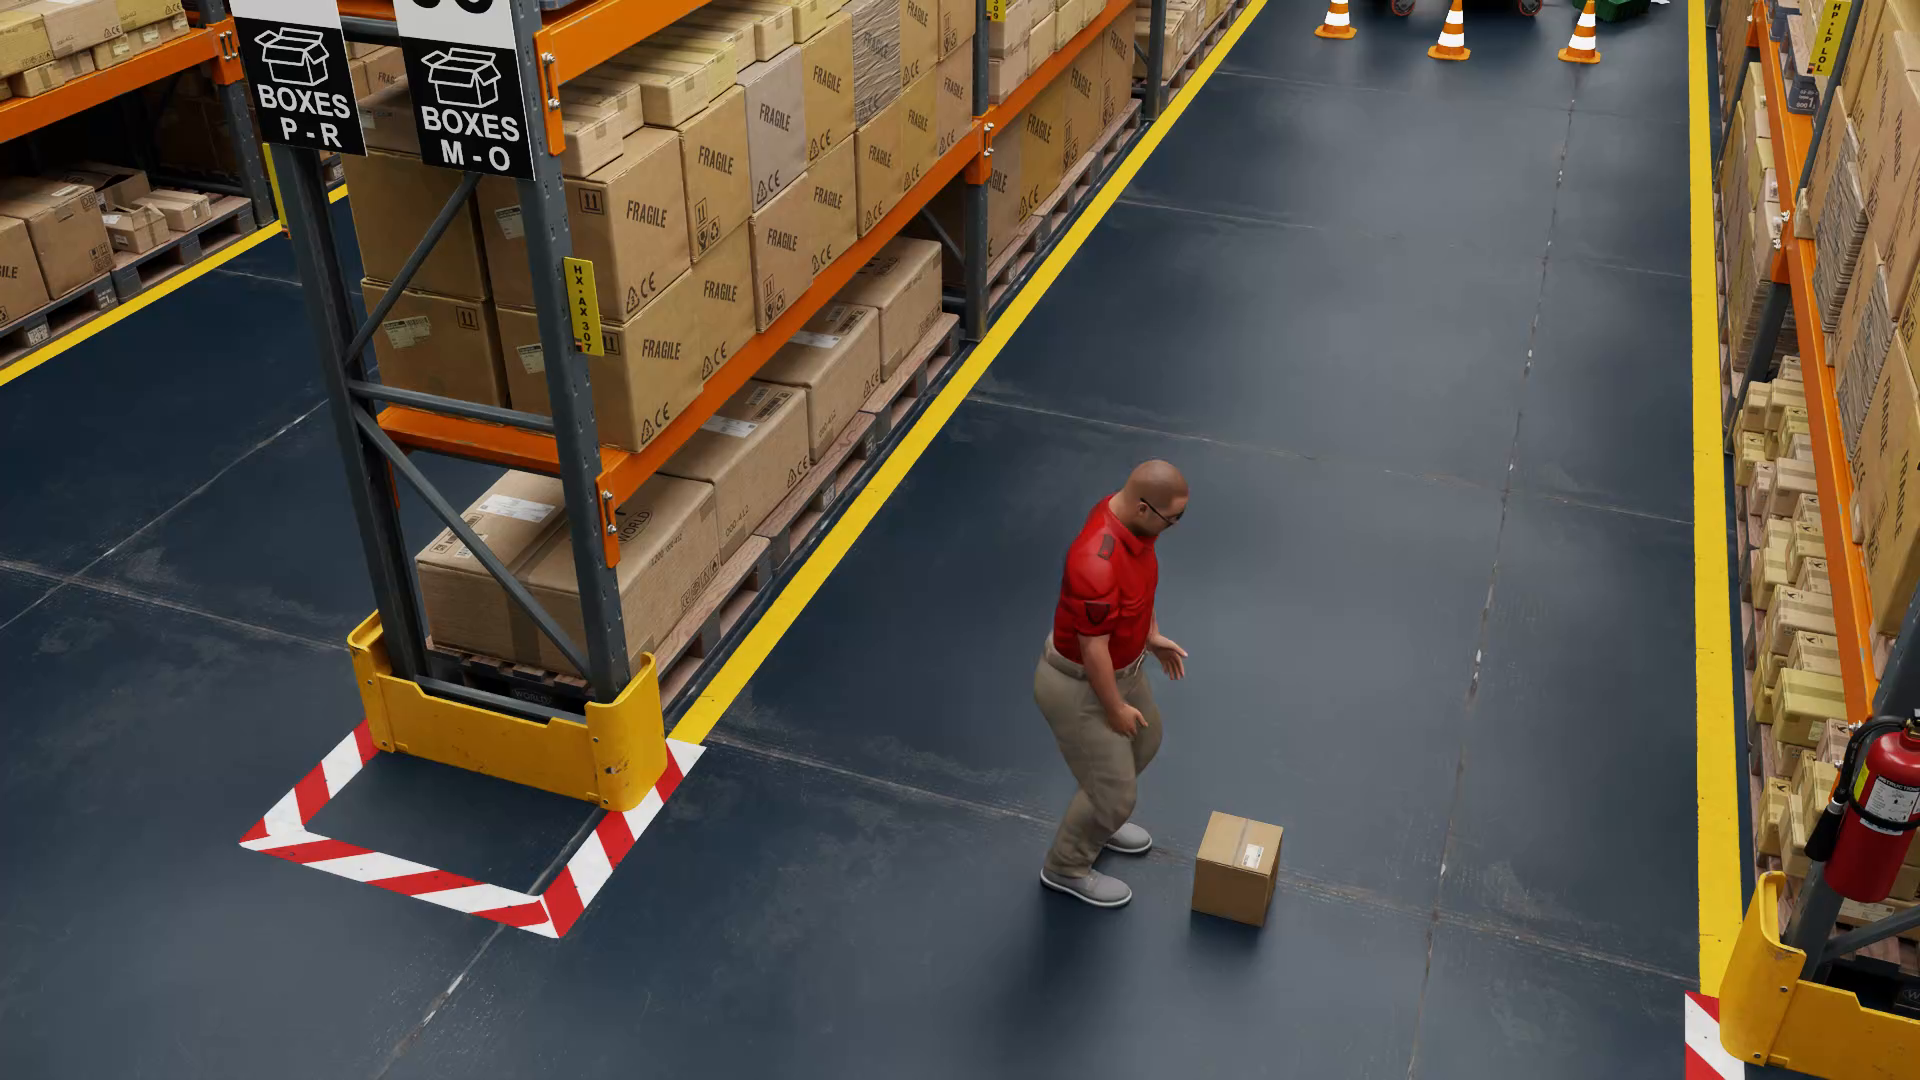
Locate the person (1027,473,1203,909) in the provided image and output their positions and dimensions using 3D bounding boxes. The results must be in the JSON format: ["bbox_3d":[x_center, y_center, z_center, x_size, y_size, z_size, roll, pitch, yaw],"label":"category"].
[{"bbox_3d":[0.504,0.463,5.551,0.503,1.624,0.571,12,35,18],"label":"person"}]
